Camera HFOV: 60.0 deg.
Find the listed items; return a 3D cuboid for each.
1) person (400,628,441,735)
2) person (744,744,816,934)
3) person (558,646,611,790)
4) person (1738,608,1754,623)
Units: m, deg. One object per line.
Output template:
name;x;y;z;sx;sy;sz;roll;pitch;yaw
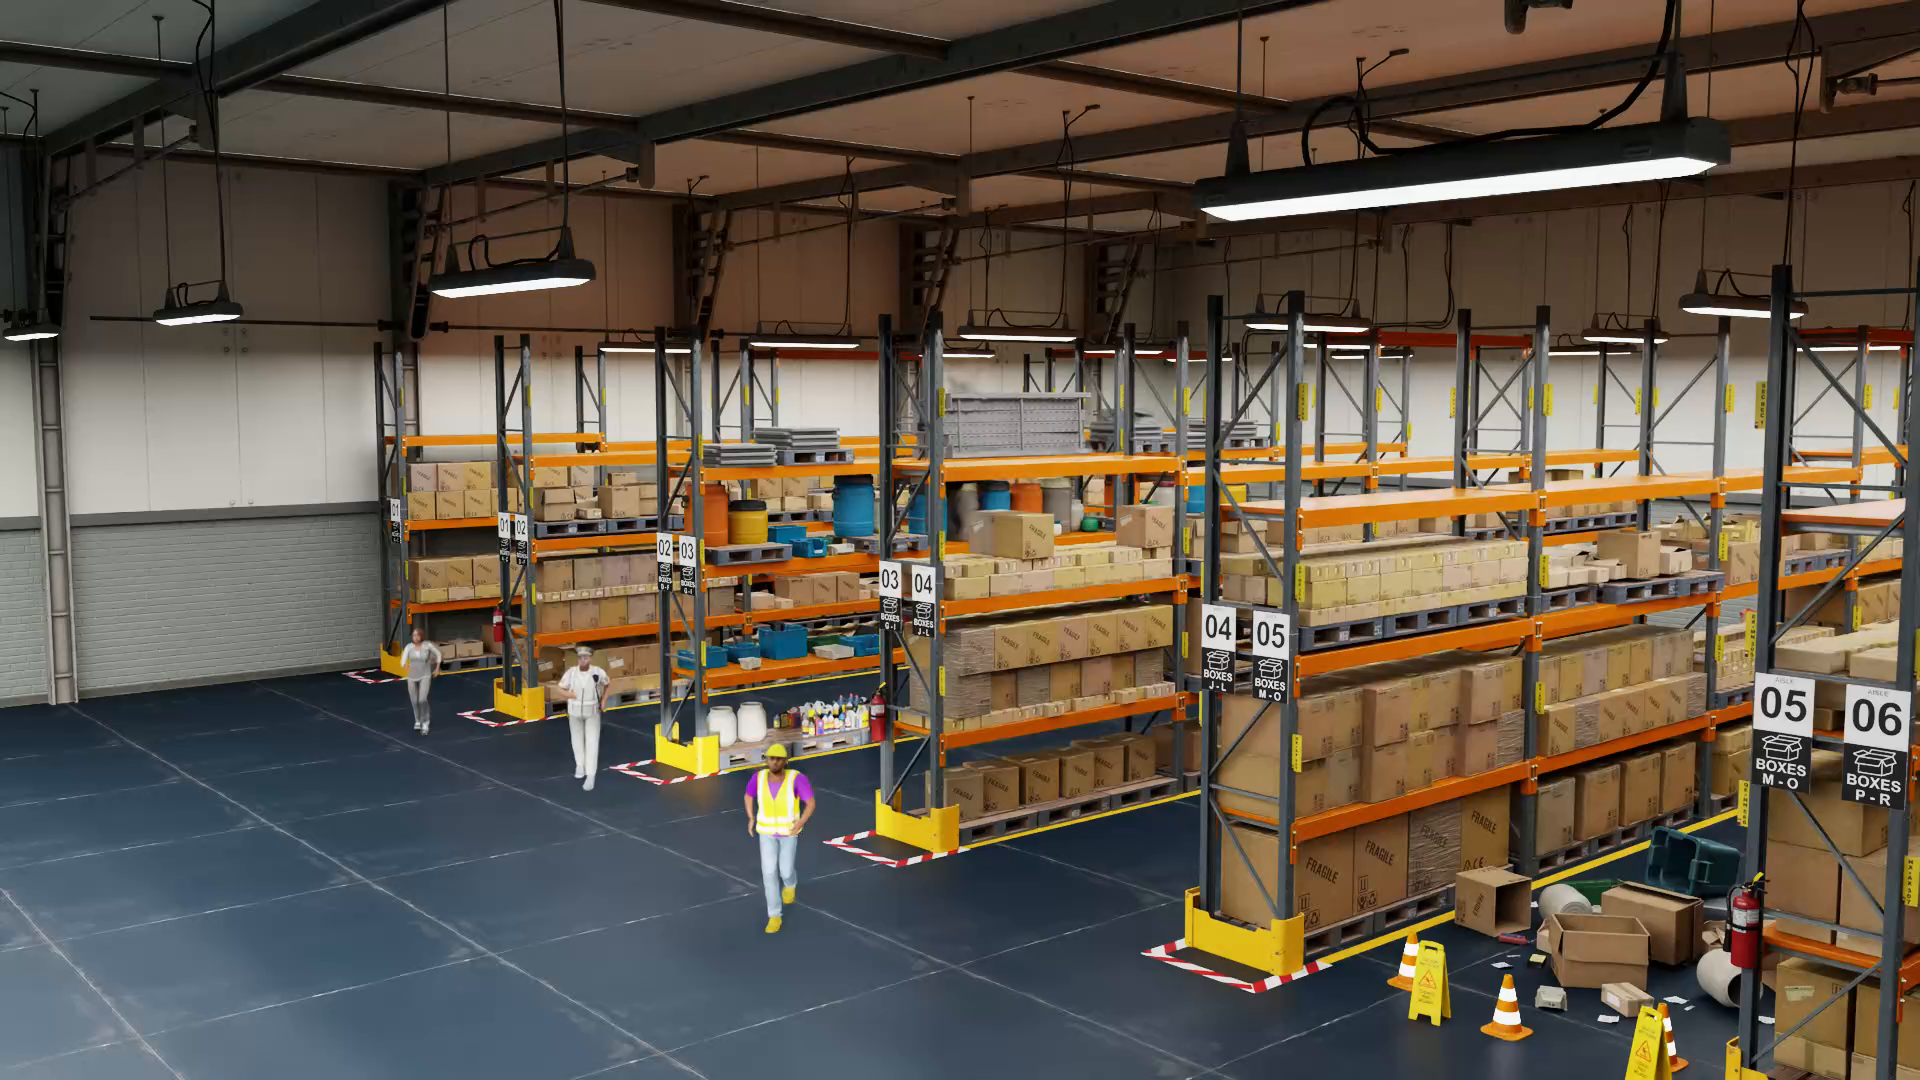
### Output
person;-8.082;2.116;24.907;0.560;1.621;0.668;-1;5;-8
person;-1.754;2.833;16.154;0.711;1.765;0.872;0;5;0
person;-4.927;2.286;21.752;0.665;1.819;0.864;0;5;-3
person;12.161;1.944;25.600;0.888;1.791;0.677;-3;6;-32
